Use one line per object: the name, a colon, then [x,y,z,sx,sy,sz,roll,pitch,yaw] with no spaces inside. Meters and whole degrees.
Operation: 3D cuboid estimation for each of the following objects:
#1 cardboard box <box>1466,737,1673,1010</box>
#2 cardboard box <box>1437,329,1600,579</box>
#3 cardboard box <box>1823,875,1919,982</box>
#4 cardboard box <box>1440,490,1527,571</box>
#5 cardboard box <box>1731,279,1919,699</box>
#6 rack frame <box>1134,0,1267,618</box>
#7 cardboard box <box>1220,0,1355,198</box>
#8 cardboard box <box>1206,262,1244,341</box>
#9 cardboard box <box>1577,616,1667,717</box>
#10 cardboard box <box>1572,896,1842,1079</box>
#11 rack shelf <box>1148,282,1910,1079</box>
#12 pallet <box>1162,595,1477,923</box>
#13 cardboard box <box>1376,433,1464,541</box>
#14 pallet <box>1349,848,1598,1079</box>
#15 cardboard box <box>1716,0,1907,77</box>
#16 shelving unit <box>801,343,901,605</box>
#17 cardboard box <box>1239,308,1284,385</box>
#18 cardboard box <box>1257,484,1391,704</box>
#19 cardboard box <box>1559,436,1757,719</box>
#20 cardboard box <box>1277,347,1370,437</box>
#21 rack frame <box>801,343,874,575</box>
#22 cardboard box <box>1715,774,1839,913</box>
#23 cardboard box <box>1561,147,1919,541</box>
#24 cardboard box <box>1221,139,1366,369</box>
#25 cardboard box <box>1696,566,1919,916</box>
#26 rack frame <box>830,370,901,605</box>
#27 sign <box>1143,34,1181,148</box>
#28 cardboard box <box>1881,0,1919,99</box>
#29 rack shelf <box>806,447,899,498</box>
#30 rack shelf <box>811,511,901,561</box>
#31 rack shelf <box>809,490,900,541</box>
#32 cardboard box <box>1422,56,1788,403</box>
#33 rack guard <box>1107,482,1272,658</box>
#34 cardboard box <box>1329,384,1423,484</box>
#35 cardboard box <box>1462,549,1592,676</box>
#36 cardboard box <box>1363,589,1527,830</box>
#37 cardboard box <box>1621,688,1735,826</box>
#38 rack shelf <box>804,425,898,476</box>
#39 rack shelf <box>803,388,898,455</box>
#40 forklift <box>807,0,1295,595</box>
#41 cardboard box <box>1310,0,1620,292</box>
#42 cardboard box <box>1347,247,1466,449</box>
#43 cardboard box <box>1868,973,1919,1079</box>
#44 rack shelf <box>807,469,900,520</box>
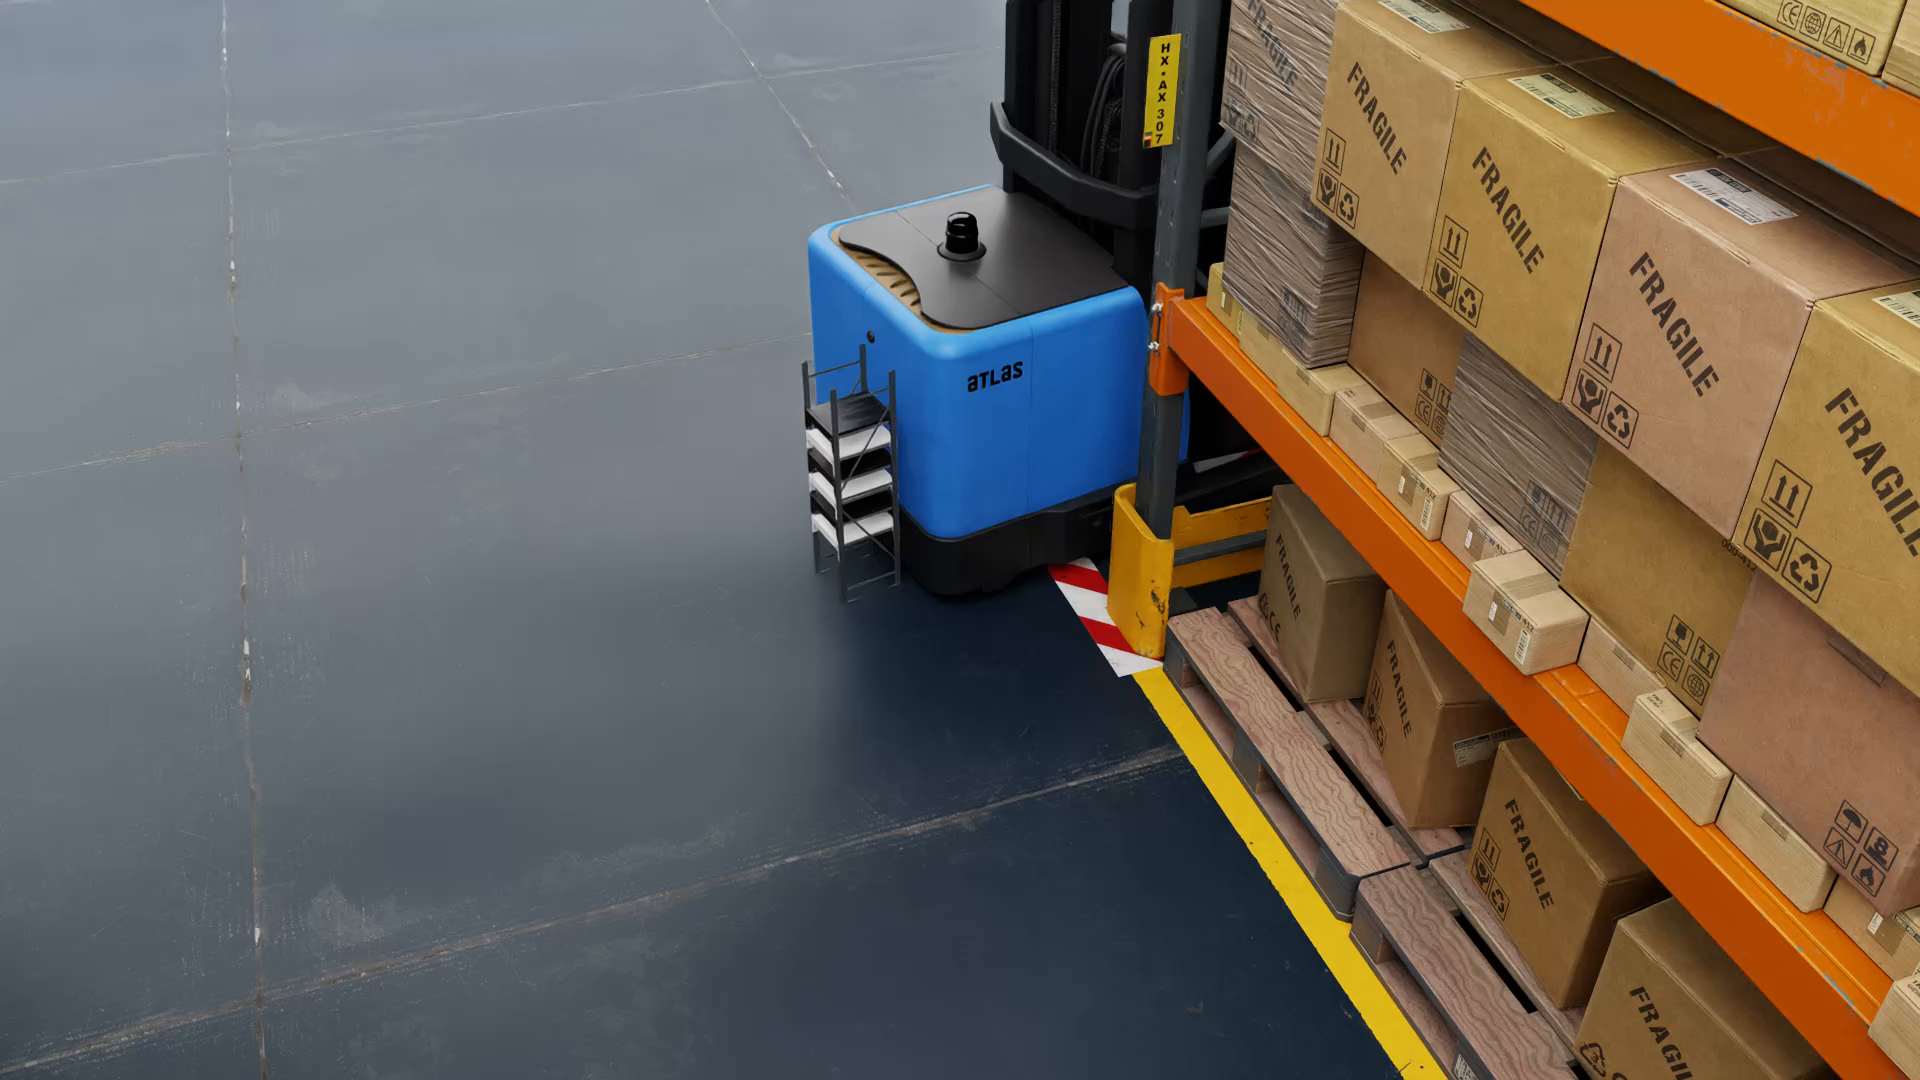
cardboard box: [1.720,0.834,4.378,0.500,0.500,0.500,-9,38,-12]
cardboard box: [1.665,-0.334,3.870,0.875,0.500,0.500,-12,39,-16]
cardboard box: [1.853,0.675,3.070,0.380,0.149,0.250,-12,39,-16]
cardboard box: [1.396,-0.025,3.999,0.380,0.149,0.250,-12,39,-16]
cardboard box: [1.705,-0.101,2.730,0.500,0.500,0.500,-12,39,-16]
rack frame: [1.086,-1.041,5.139,1.000,3.000,0.127,-12,39,-16]
cardboard box: [1.019,-1.232,4.231,0.500,0.500,0.500,-12,39,-16]
cardboard box: [0.960,-0.730,4.935,0.380,0.149,0.250,-12,39,-16]
cardboard box: [1.596,0.251,3.632,0.380,0.149,0.250,-12,39,-16]
cardboard box: [1.871,1.159,3.947,0.500,0.500,0.500,-16,40,-20]
rack shelf: [1.774,0.376,3.855,1.077,0.370,4.000,-12,39,-16]
pallet: [1.358,0.582,5.302,1.003,0.211,1.213,-12,39,-16]
cardboard box: [1.285,-0.161,4.179,0.380,0.149,0.250,-12,39,-16]
pallet: [1.774,1.270,4.388,1.003,0.211,1.213,-12,39,-16]
cardboard box: [1.543,-0.990,2.702,0.500,0.250,0.500,-11,38,-15]
shelving unit: [-0.372,-0.217,5.790,0.258,0.900,0.210,-20,41,-24]
cardboard box: [1.028,-0.585,4.742,0.380,0.149,0.250,-12,39,-16]
cardboard box: [1.285,0.146,5.292,0.500,0.500,0.500,-6,37,-7]
cardboard box: [1.827,-0.049,3.492,0.875,0.500,0.500,-12,39,-16]
cardboard box: [1.100,-0.441,4.551,0.380,0.149,0.250,-12,39,-16]
rack frame: [-0.425,-0.269,5.859,0.240,0.900,0.006,-20,41,-24]
cardboard box: [1.729,0.542,3.246,0.380,0.149,0.250,-12,39,-16]
cardboard box: [1.536,-0.385,3.106,0.500,0.500,0.500,-12,39,-16]
cardboard box: [1.249,-0.883,4.599,0.875,0.500,0.500,-12,39,-16]
cardboard box: [1.960,0.242,3.106,0.875,0.500,0.500,-12,39,-16]
rack frame: [-0.319,-0.164,5.720,0.240,0.900,0.006,-20,41,-24]
sign: [0.576,-1.274,4.729,0.100,0.325,0.005,-12,39,-16]
cardboard box: [1.710,-0.707,2.327,0.500,0.250,0.500,-13,39,-16]
rack shelf: [-0.372,-0.262,5.756,0.258,0.077,0.200,-20,41,-24]
rack shelf: [-0.372,-0.046,5.918,0.258,0.077,0.200,-20,41,-24]
rack shelf: [-0.372,-0.118,5.864,0.258,0.077,0.200,-20,41,-24]
cardboard box: [1.358,-0.666,3.479,0.500,0.500,0.500,-12,39,-16]
rack guard: [1.112,0.000,5.834,1.175,0.500,0.348,-12,39,-16]
cardboard box: [1.205,-0.304,4.369,0.380,0.149,0.250,-12,39,-16]
cardboard box: [1.385,0.137,3.783,0.380,0.149,0.250,-12,39,-16]
cardboard box: [1.523,0.477,4.853,0.500,0.500,0.500,-3,37,-4]
cardboard box: [1.610,0.408,3.424,0.380,0.149,0.250,-12,39,-16]
rack shelf: [-0.372,-0.334,5.702,0.258,0.077,0.200,-20,41,-24]
rack shelf: [-0.372,-0.406,5.647,0.258,0.077,0.200,-20,41,-24]
forklift: [0.973,-1.623,5.968,3.031,2.935,1.130,-19,41,-24]
cardboard box: [1.185,-0.948,3.854,0.500,0.500,0.500,-12,39,-16]
cardboard box: [1.534,-0.626,4.257,0.875,0.500,0.500,-12,39,-16]
cardboard box: [1.815,0.843,2.846,0.380,0.149,0.250,-12,39,-16]
rack shelf: [-0.372,-0.190,5.810,0.258,0.077,0.200,-20,41,-24]
